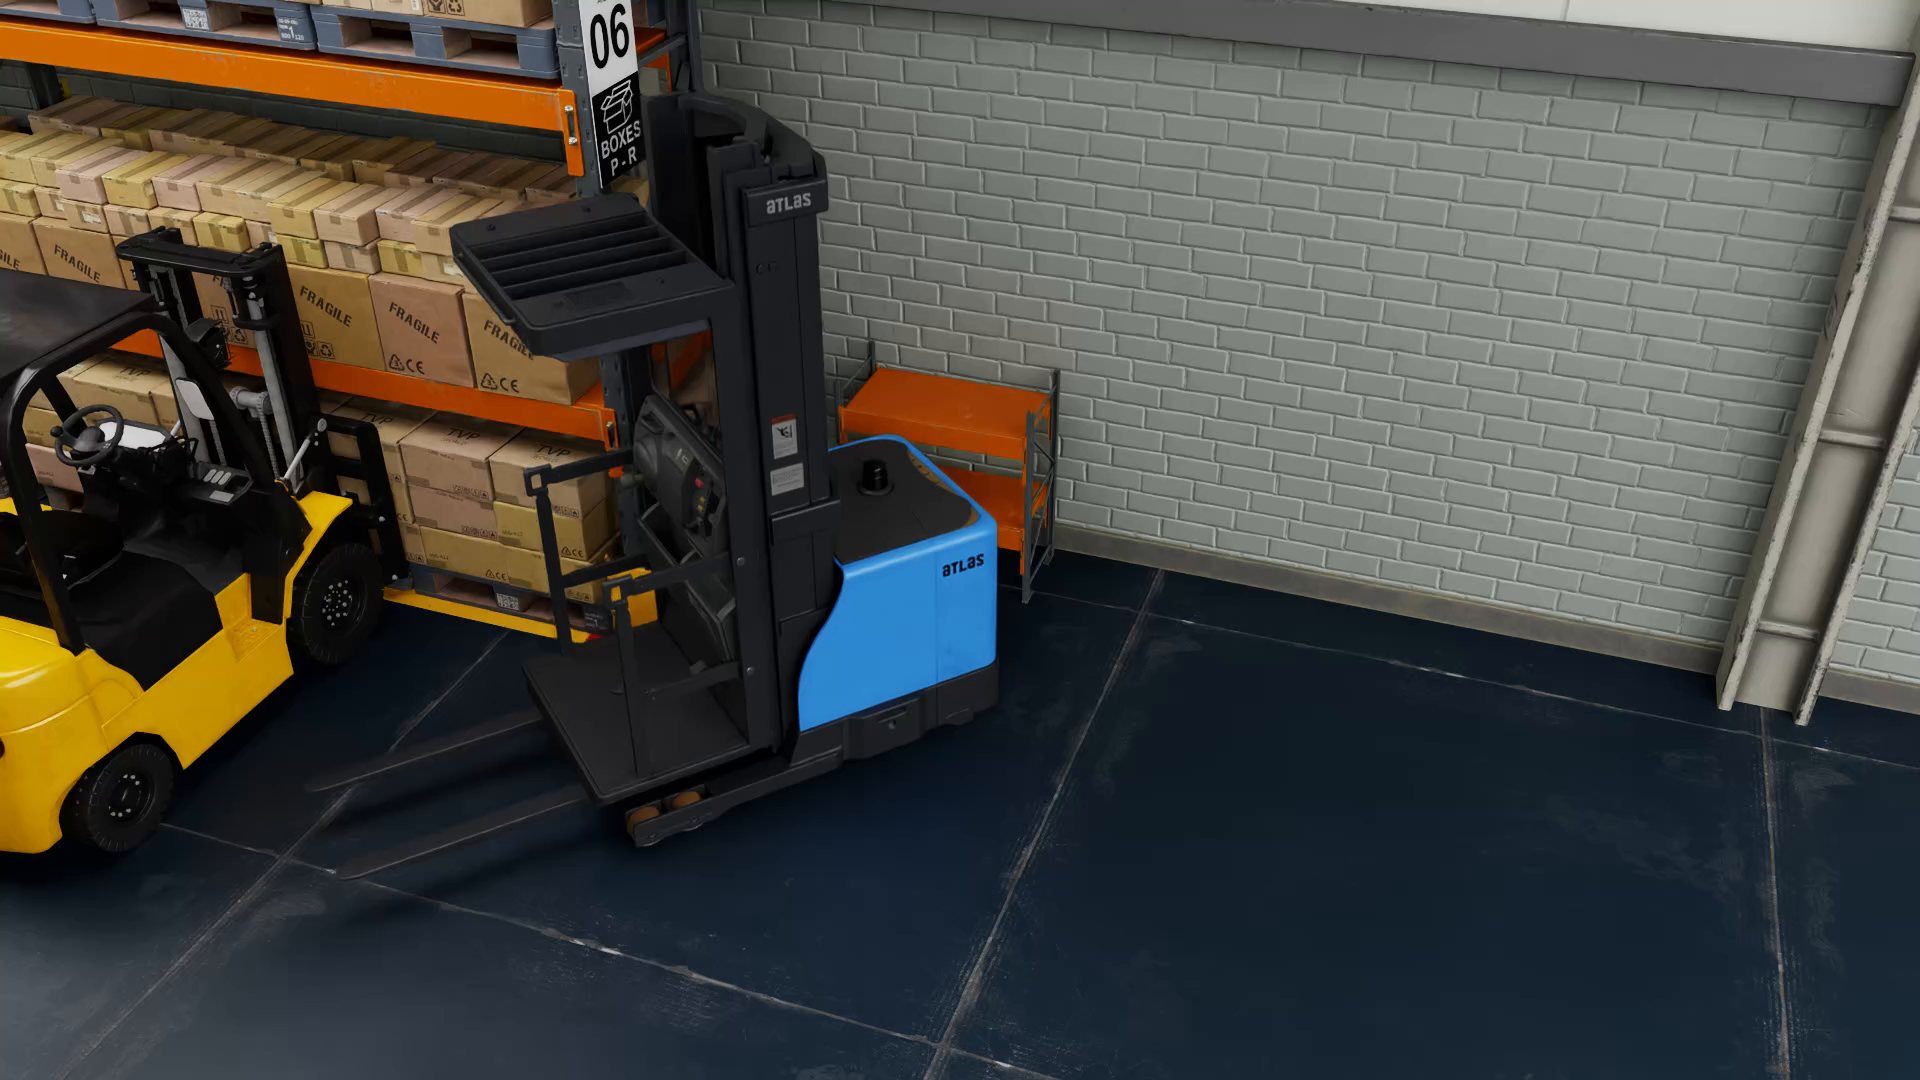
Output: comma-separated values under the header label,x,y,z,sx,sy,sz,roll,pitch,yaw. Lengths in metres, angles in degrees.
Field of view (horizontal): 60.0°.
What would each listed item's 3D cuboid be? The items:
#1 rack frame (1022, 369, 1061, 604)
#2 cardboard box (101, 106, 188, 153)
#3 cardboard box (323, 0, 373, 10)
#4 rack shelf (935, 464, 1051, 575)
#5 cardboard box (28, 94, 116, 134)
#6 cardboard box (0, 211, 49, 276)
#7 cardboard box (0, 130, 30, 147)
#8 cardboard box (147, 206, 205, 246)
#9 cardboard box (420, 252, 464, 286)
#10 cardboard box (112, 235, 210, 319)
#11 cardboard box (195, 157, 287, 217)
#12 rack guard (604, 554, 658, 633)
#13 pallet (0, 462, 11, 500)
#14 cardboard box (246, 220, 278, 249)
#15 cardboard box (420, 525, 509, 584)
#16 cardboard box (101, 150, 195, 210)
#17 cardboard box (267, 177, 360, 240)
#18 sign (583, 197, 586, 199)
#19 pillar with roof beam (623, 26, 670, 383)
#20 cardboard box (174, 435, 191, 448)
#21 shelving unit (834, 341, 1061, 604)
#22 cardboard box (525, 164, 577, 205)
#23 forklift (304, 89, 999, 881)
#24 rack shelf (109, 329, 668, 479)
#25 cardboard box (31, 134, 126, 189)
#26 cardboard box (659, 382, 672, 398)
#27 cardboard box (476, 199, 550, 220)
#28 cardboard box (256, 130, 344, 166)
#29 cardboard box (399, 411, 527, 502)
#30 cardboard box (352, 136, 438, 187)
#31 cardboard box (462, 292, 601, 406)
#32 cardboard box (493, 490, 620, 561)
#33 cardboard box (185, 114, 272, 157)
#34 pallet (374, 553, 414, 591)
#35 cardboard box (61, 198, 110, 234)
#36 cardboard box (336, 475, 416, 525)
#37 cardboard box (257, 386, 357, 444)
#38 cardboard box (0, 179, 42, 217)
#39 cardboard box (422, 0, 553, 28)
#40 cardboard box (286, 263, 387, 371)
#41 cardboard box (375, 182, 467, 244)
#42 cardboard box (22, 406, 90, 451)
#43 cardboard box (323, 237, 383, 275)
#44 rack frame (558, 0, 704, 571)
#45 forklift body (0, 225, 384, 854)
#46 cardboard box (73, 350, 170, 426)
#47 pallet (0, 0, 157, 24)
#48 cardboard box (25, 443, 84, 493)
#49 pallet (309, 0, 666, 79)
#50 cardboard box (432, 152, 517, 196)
label,x,y,z,sx,sy,sz,roll,pitch,yaw
rack frame,0.419,-0.270,8.599,0.032,1.125,0.500,11,34,16
cardboard box,-4.315,-2.165,8.841,0.250,0.149,0.380,11,34,16
cardboard box,-2.549,-2.471,7.160,0.258,0.266,0.396,11,34,17
rack shelf,-0.062,-0.154,8.871,1.000,0.278,0.538,11,34,16
cardboard box,-4.791,-2.274,9.010,0.250,0.149,0.380,11,34,17
cardboard box,-4.864,-1.566,8.786,0.500,0.500,0.500,10,34,15
cardboard box,-4.994,-1.968,8.536,0.250,0.149,0.380,12,35,17
cardboard box,-3.787,-1.611,8.258,0.250,0.149,0.380,10,34,15
cardboard box,-2.323,-1.352,7.856,0.250,0.149,0.380,12,35,17
cardboard box,-3.891,-1.387,8.509,0.500,0.500,0.500,11,34,16
cardboard box,-3.514,-1.736,8.177,0.250,0.149,0.380,11,34,17
rack guard,-1.406,0.048,8.683,0.348,0.500,1.175,11,34,16
pallet,-5.900,-0.682,10.079,1.213,0.211,1.003,11,34,16
cardboard box,-3.270,-1.555,8.171,0.250,0.149,0.380,11,34,16
cardboard box,-2.442,-0.048,8.675,0.500,0.250,0.500,11,34,16
cardboard box,-4.013,-1.791,8.262,0.250,0.149,0.380,10,34,16
cardboard box,-3.072,-1.586,7.945,0.250,0.149,0.380,12,35,17
sign,-1.624,-1.318,7.208,0.005,0.325,0.100,11,34,16
pillar with roof beam,-3.232,-1.916,3.890,0.400,9.000,9.100,11,34,16
cardboard box,-3.898,-0.534,8.967,0.500,0.250,0.500,11,34,16
shelving unit,-0.062,-0.360,8.738,1.048,1.125,0.538,11,34,16
cardboard box,-1.902,-1.697,8.117,0.250,0.149,0.380,12,35,18
forklift,-1.353,-0.241,6.889,3.031,2.935,1.130,-17,37,-25
rack shelf,-3.311,-1.070,8.773,4.000,0.370,1.077,11,34,16
cardboard box,-4.474,-1.924,8.468,0.250,0.149,0.380,10,34,16
cardboard box,-1.817,-0.632,8.658,0.500,0.250,0.500,10,34,16
cardboard box,-2.079,-1.433,7.708,0.250,0.149,0.380,11,34,17
cardboard box,-3.369,-1.961,8.525,0.250,0.149,0.380,12,35,18
cardboard box,-2.450,-0.463,8.396,0.500,0.250,0.500,12,35,17
cardboard box,-2.859,-1.909,8.445,0.250,0.149,0.380,10,34,15
cardboard box,-1.980,-1.004,7.916,0.500,0.500,0.500,10,34,15
cardboard box,-1.992,-0.167,8.398,0.500,0.250,0.500,11,34,16
cardboard box,-3.821,-2.093,8.731,0.250,0.149,0.380,10,34,16
pallet,-3.307,-0.178,9.298,1.213,0.211,1.003,11,34,16
cardboard box,-4.276,-1.697,8.391,0.250,0.149,0.380,12,35,18
cardboard box,-2.954,-0.348,8.679,0.500,0.250,0.500,10,34,15
cardboard box,-3.402,-0.647,8.681,0.500,0.250,0.500,10,34,15
cardboard box,-4.738,-1.814,8.571,0.250,0.149,0.380,12,35,18
cardboard box,-1.927,-2.484,6.962,0.500,0.500,0.500,12,35,18
cardboard box,-2.948,-1.198,8.215,0.500,0.500,0.500,10,34,16
cardboard box,-2.544,-1.551,7.890,0.250,0.149,0.380,11,35,17
cardboard box,-4.843,-0.724,9.260,0.500,0.250,0.500,11,34,16
cardboard box,-2.820,-1.428,7.973,0.250,0.149,0.380,10,34,15
rack frame,-1.428,-1.006,8.011,0.127,3.000,1.000,11,34,16
forklift body,-3.829,-0.065,7.336,1.214,2.155,2.313,11,34,16
cardboard box,-4.366,-0.832,8.968,0.500,0.250,0.500,11,34,17
pallet,-4.382,-2.818,8.134,1.213,0.211,1.003,11,34,16
cardboard box,-4.850,-0.502,9.378,0.500,0.250,0.500,11,35,17
pallet,-2.085,-2.372,7.443,1.213,0.211,1.003,11,34,16
cardboard box,-2.389,-1.775,8.238,0.250,0.149,0.380,11,35,17
